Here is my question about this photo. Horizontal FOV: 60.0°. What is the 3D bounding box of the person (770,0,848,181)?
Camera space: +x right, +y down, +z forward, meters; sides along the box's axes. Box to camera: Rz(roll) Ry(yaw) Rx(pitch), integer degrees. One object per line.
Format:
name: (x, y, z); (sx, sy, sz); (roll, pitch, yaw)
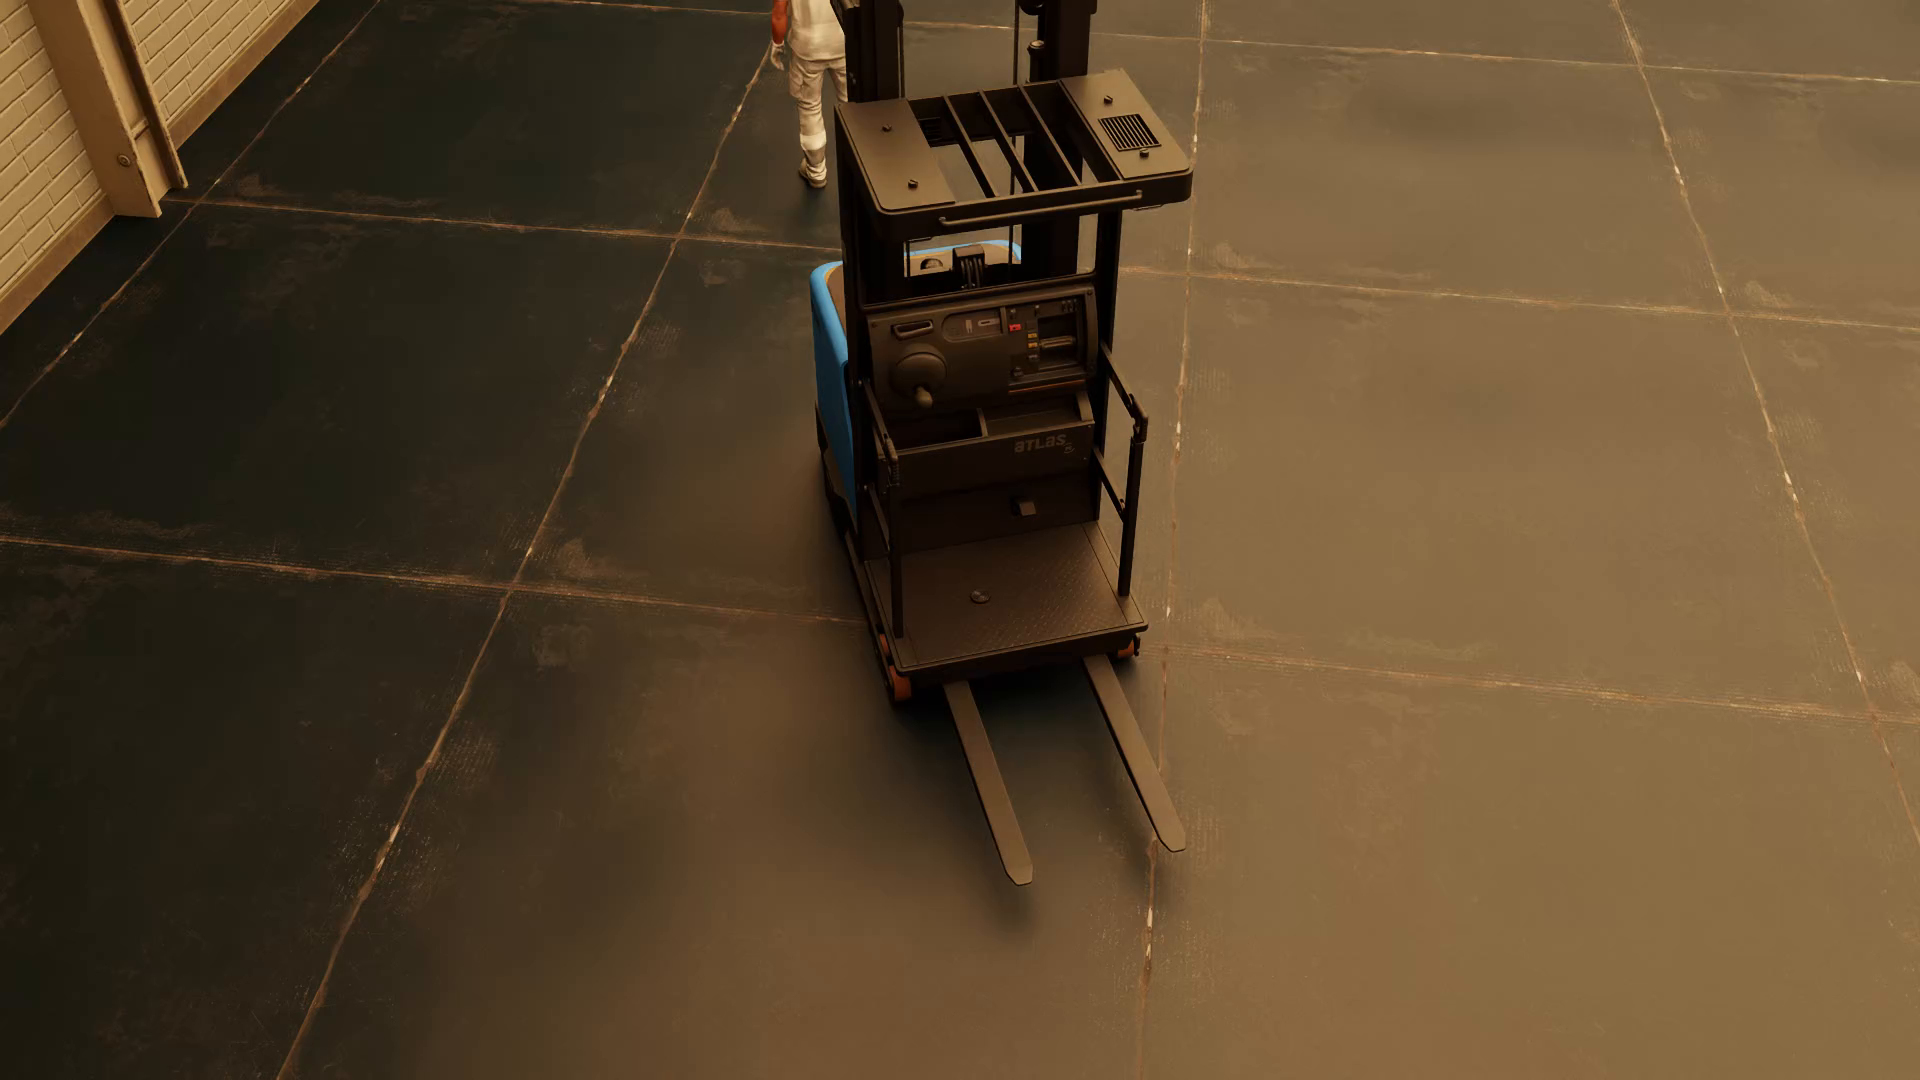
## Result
person: (-0.807, -2.934, 9.728); (0.623, 1.723, 0.445); (-10, 43, -10)

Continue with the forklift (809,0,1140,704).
forklift: (0.153, -0.681, 6.465); (1.130, 2.935, 3.031); (-10, 44, -11)
